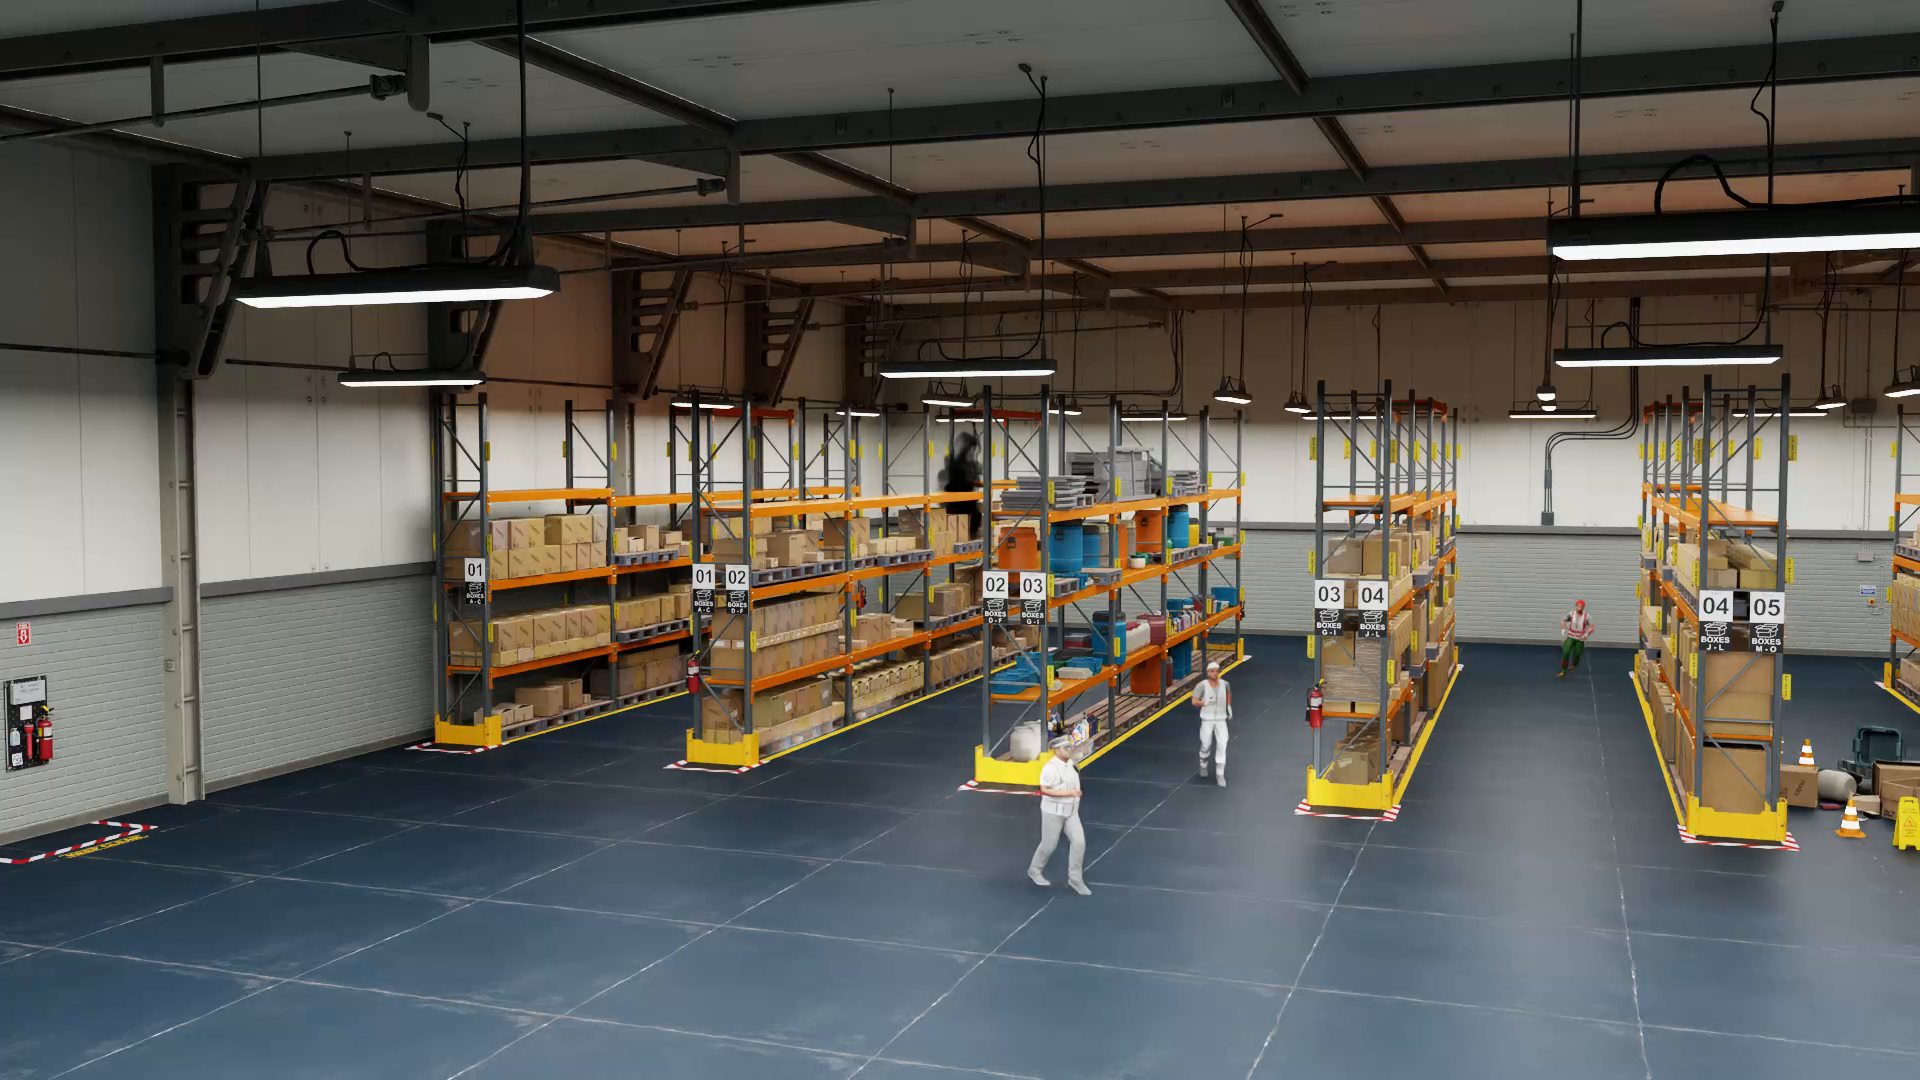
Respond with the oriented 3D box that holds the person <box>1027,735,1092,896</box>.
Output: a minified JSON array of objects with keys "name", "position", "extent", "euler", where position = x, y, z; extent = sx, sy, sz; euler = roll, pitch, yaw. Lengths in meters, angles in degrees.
[{"name":"person","position":[1.111,3.112,18.882],"extent":[0.644,1.840,0.825],"euler":[-3,4,-44]}]

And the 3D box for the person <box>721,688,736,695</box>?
[{"name":"person","position":[-4.166,2.557,30.784],"extent":[0.599,1.684,0.956],"euler":[1,3,22]}]

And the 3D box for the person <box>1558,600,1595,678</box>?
[{"name":"person","position":[13.732,2.183,36.998],"extent":[0.718,1.724,0.832],"euler":[2,3,28]}]

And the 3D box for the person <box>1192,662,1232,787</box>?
[{"name":"person","position":[3.810,2.755,25.149],"extent":[0.662,1.846,0.836],"euler":[0,3,-3]}]
